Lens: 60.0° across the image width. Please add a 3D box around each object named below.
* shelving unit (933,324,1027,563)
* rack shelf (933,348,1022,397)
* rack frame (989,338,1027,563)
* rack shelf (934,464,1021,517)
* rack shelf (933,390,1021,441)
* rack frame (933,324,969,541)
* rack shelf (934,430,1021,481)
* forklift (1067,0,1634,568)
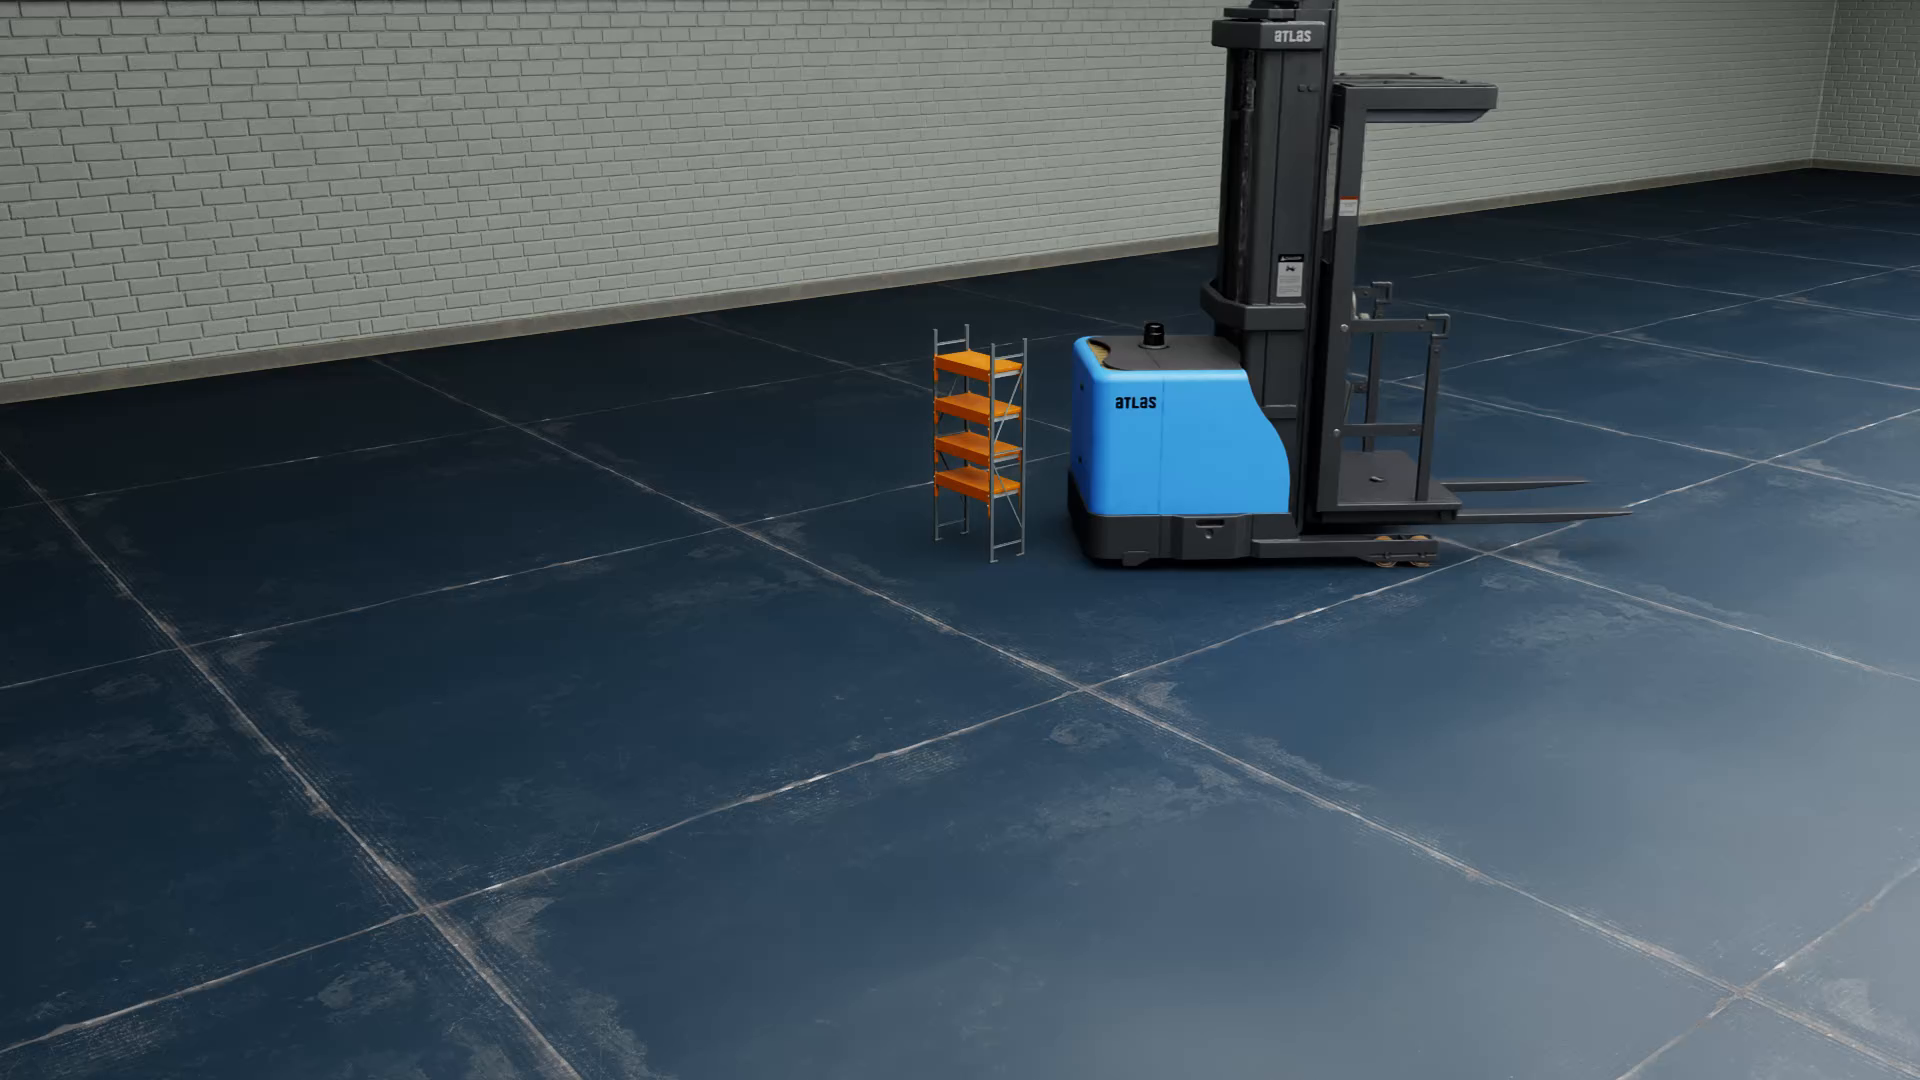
[{"bbox_3d":[0.103,-0.529,9.051,0.258,1.200,0.503,-14,23,-36],"label":"shelving unit"},{"bbox_3d":[0.103,-0.902,8.927,0.258,0.148,0.480,-14,23,-36],"label":"rack shelf"},{"bbox_3d":[0.254,-0.469,8.869,0.240,1.200,0.015,-14,23,-36],"label":"rack frame"},{"bbox_3d":[0.103,-0.276,9.134,0.258,0.148,0.480,-14,23,-36],"label":"rack shelf"},{"bbox_3d":[0.103,-0.677,9.002,0.258,0.148,0.480,-14,23,-36],"label":"rack shelf"},{"bbox_3d":[-0.049,-0.589,9.232,0.240,1.200,0.015,-14,23,-36],"label":"rack frame"},{"bbox_3d":[0.103,-0.465,9.072,0.258,0.148,0.480,-14,23,-36],"label":"rack shelf"},{"bbox_3d":[2.163,-1.409,8.955,3.031,2.935,1.130,-1,18,-3],"label":"forklift"}]
